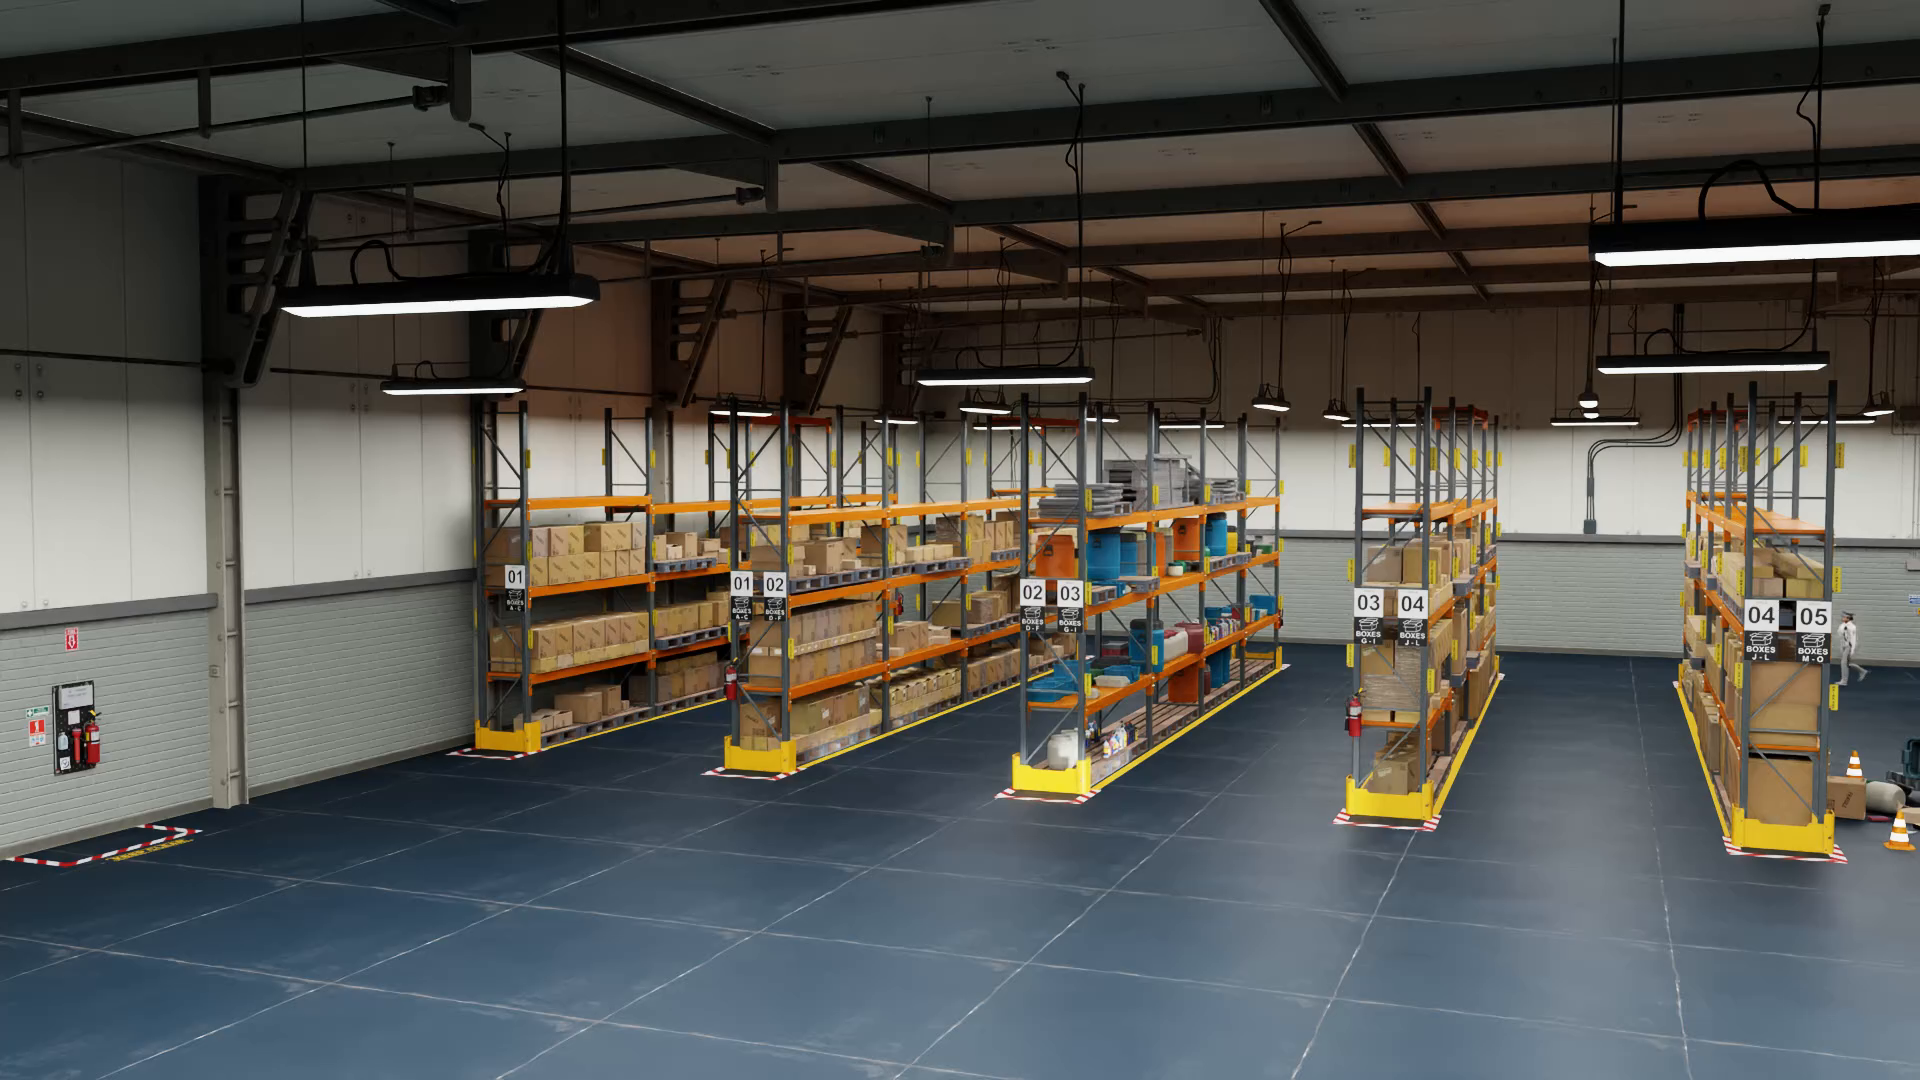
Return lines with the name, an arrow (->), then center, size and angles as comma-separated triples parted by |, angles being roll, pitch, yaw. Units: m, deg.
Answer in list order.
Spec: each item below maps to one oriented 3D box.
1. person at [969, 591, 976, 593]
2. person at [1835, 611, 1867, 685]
person -> 0.260, 2.124, 42.012 | 0.474, 1.672, 0.474 | -1, 3, -14
person -> 19.687, 2.378, 36.734 | 0.768, 1.648, 0.493 | 0, 3, 2
